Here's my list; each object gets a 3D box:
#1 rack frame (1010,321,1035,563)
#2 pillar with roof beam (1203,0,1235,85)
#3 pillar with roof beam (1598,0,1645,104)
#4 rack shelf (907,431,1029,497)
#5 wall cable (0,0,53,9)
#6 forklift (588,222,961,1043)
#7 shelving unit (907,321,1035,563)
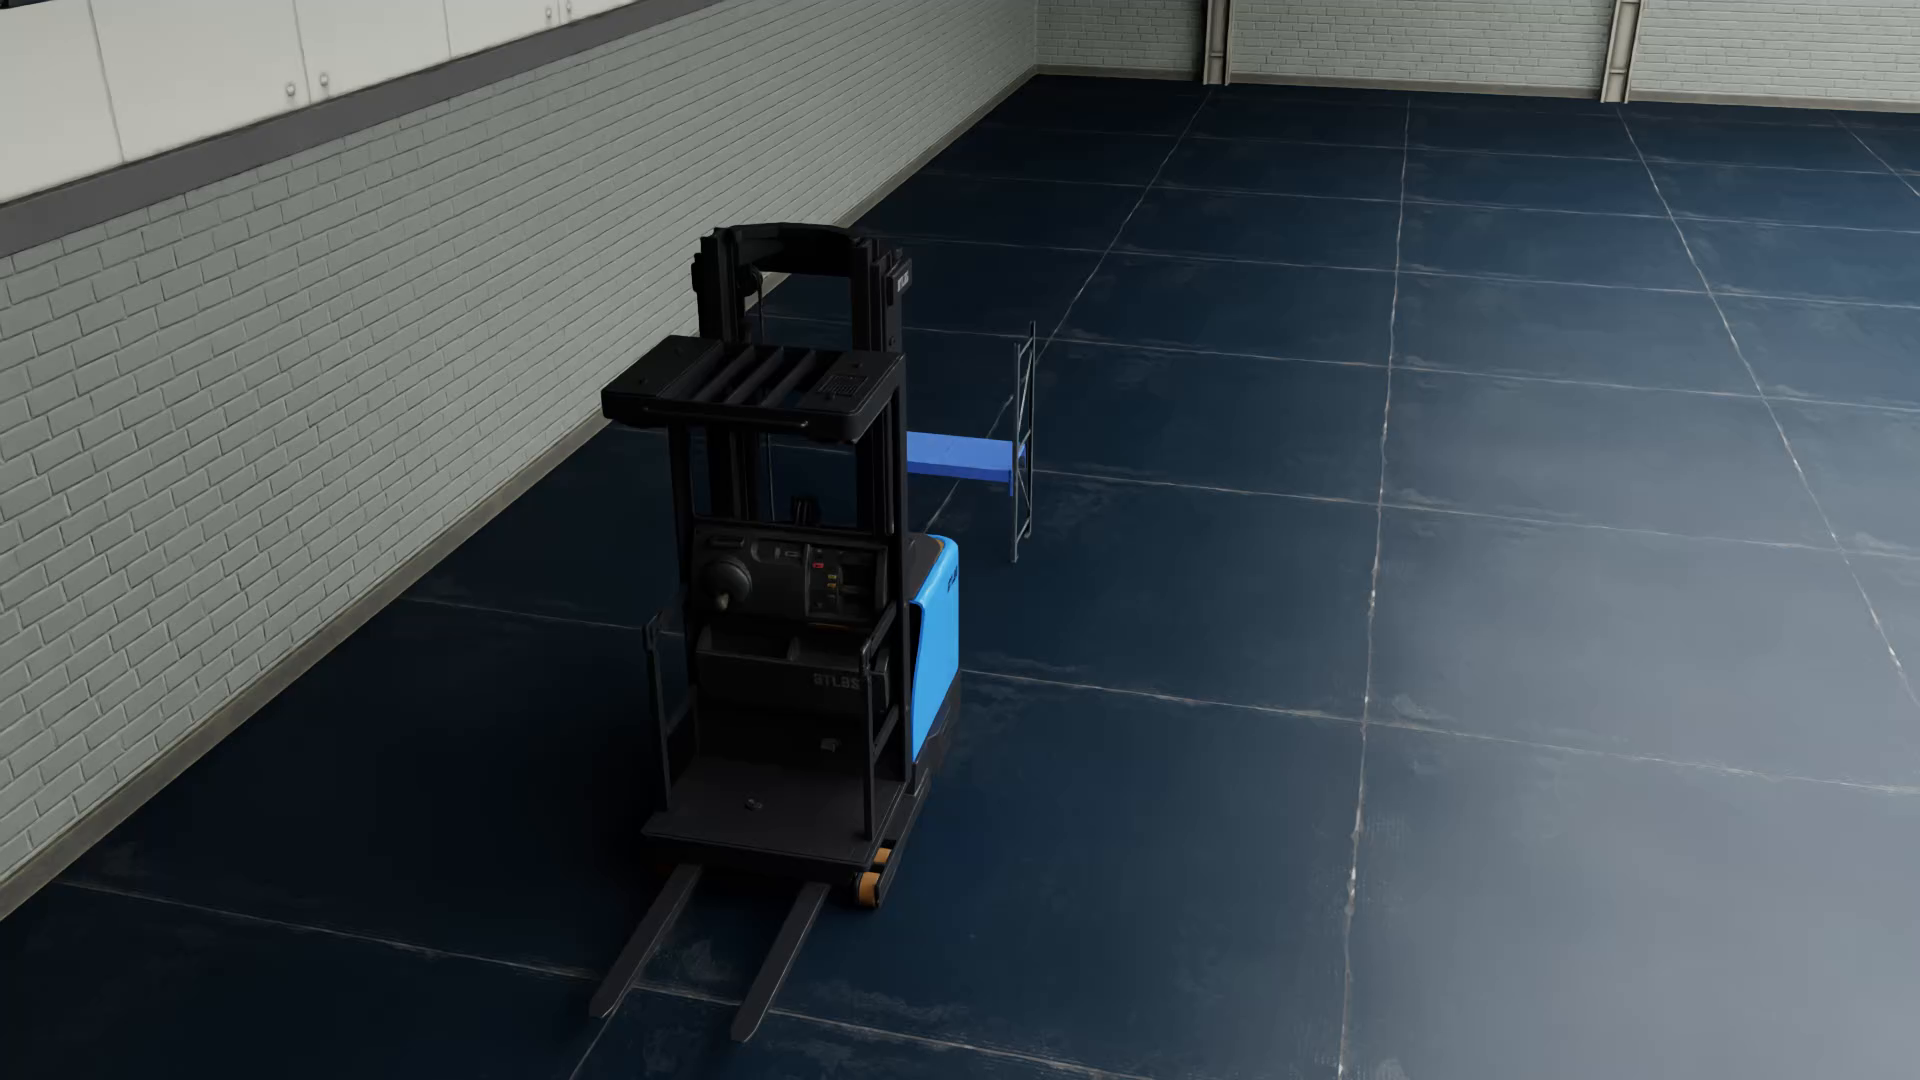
[{"bbox_3d":[0.410,-0.632,10.832,0.032,1.500,0.500,6,26,13],"label":"rack frame"},{"bbox_3d":[3.028,-9.577,20.898,0.400,9.000,9.100,6,26,13],"label":"pillar with roof beam"},{"bbox_3d":[8.839,-8.935,19.548,0.400,9.000,9.100,6,26,13],"label":"pillar with roof beam"},{"bbox_3d":[-0.083,-0.524,11.024,1.000,0.185,0.538,6,26,13],"label":"rack shelf"},{"bbox_3d":[-3.889,-4.607,6.503,0.169,6.003,2.305,6,26,13],"label":"wall cable"},{"bbox_3d":[-0.830,0.196,7.429,1.130,2.935,3.031,6,26,12],"label":"forklift"},{"bbox_3d":[-0.083,-0.686,10.947,1.048,1.500,0.538,6,26,13],"label":"shelving unit"}]
